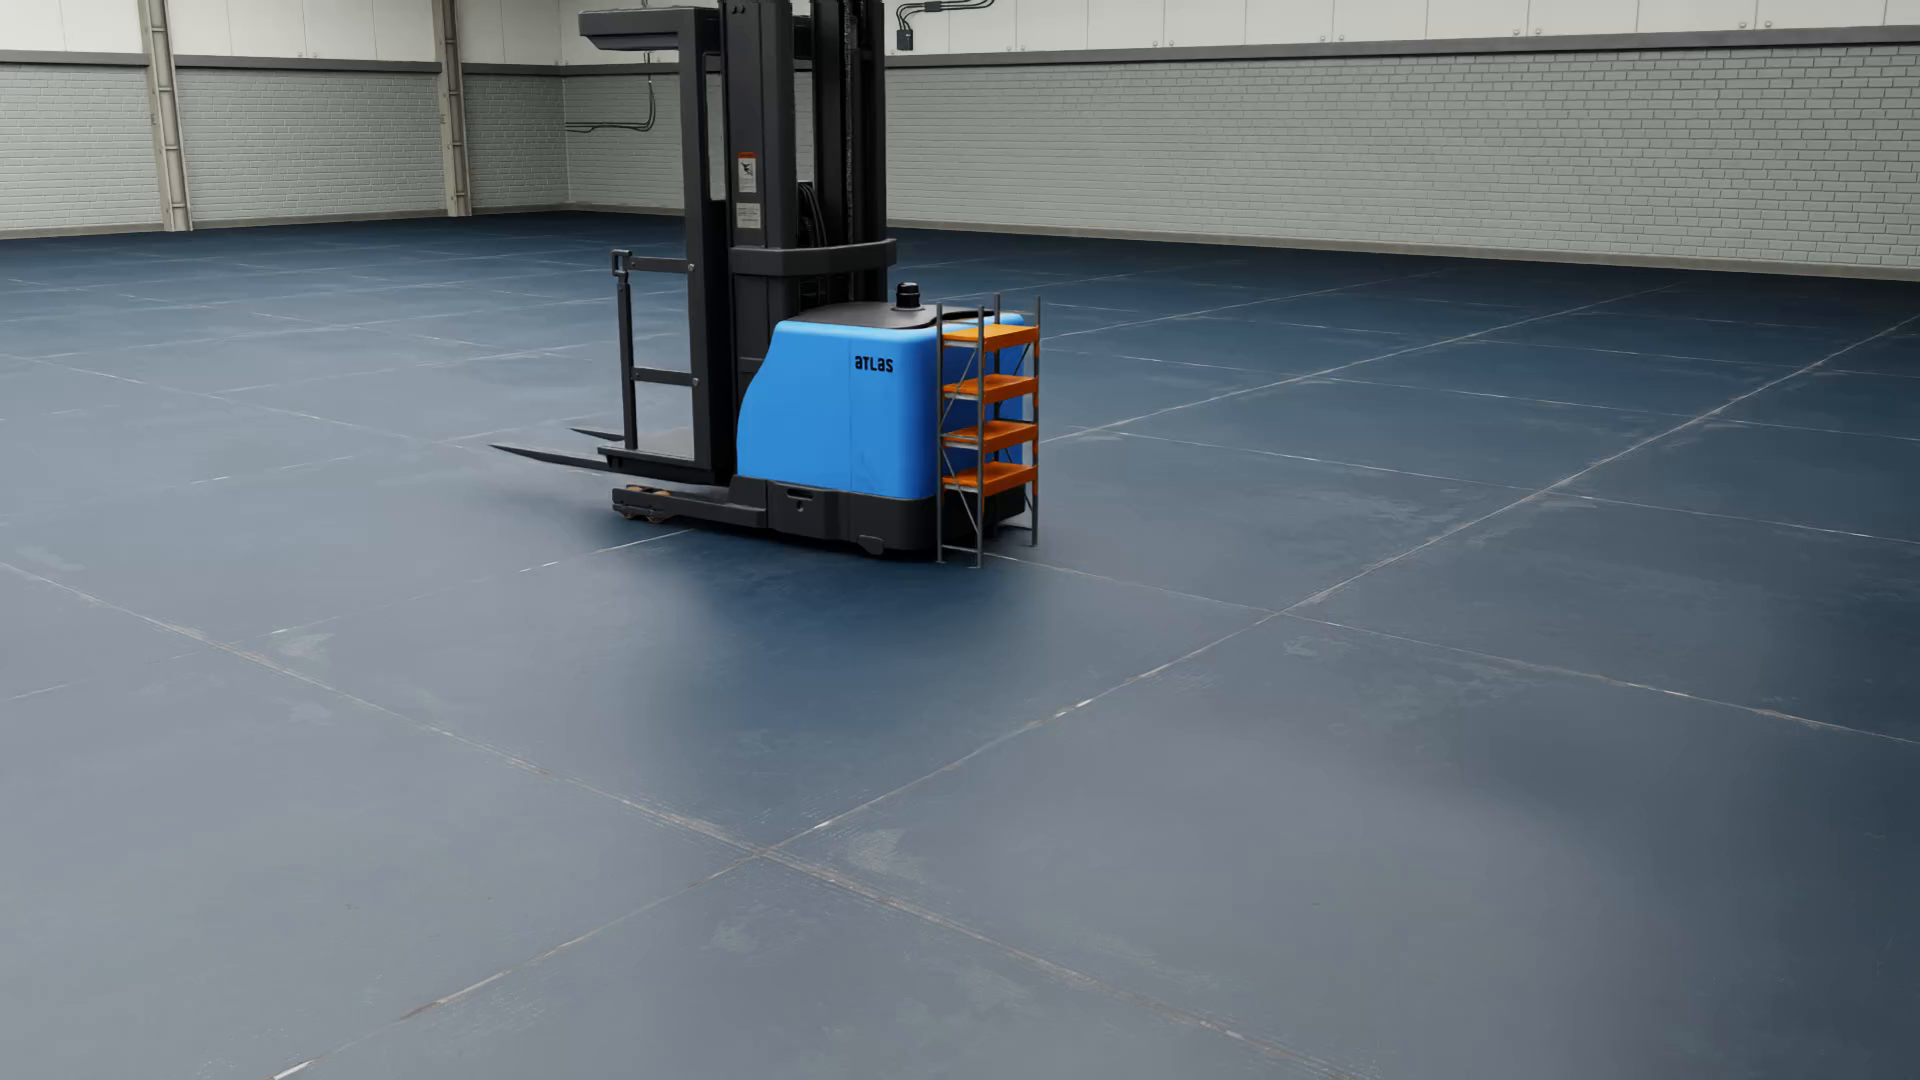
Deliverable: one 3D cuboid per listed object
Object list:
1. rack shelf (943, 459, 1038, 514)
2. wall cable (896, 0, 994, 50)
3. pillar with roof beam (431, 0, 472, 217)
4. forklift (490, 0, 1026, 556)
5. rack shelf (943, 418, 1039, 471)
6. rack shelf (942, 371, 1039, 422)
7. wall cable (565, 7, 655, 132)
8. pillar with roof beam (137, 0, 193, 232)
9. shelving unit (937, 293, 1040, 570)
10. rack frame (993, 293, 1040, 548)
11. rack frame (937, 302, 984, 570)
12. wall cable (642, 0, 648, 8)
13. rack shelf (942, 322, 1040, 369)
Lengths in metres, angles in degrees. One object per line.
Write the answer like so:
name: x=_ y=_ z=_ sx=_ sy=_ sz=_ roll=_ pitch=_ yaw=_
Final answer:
rack shelf: x=0.133 y=-0.254 z=7.767 sx=0.258 sy=0.148 sz=0.480 roll=9 pitch=17 yaw=32
wall cable: x=-0.237 y=-11.692 z=28.965 sx=2.305 sy=6.003 sz=0.169 roll=11 pitch=18 yaw=38
pillar with roof beam: x=-7.143 y=-10.490 z=31.141 sx=9.100 sy=9.000 sz=0.400 roll=11 pitch=18 yaw=38
forklift: x=-1.184 y=-1.603 z=8.481 sx=3.031 sy=2.935 sz=1.130 roll=9 pitch=17 yaw=32
rack shelf: x=0.133 y=-0.447 z=7.718 sx=0.258 sy=0.148 sz=0.480 roll=9 pitch=17 yaw=32
rack shelf: x=0.133 y=-0.664 z=7.663 sx=0.258 sy=0.148 sz=0.480 roll=9 pitch=17 yaw=32
wall cable: x=-7.612 y=-10.011 z=35.561 sx=3.097 sy=2.526 sz=0.112 roll=11 pitch=18 yaw=38
pillar with roof beam: x=-10.914 y=-9.341 z=26.618 sx=9.100 sy=9.000 sz=0.400 roll=11 pitch=18 yaw=38
shelving unit: x=0.133 y=-0.512 z=7.701 sx=0.258 sy=1.200 sz=0.503 roll=9 pitch=17 yaw=32
rack frame: x=0.266 y=-0.562 z=7.899 sx=0.240 sy=1.200 sz=0.015 roll=9 pitch=17 yaw=32
rack frame: x=0.000 y=-0.462 z=7.503 sx=0.240 sy=1.200 sz=0.015 roll=9 pitch=17 yaw=32
wall cable: x=-5.507 y=-12.040 z=33.291 sx=3.097 sy=2.526 sz=0.112 roll=11 pitch=18 yaw=38
rack shelf: x=0.133 y=-0.893 z=7.604 sx=0.258 sy=0.148 sz=0.480 roll=9 pitch=17 yaw=32
